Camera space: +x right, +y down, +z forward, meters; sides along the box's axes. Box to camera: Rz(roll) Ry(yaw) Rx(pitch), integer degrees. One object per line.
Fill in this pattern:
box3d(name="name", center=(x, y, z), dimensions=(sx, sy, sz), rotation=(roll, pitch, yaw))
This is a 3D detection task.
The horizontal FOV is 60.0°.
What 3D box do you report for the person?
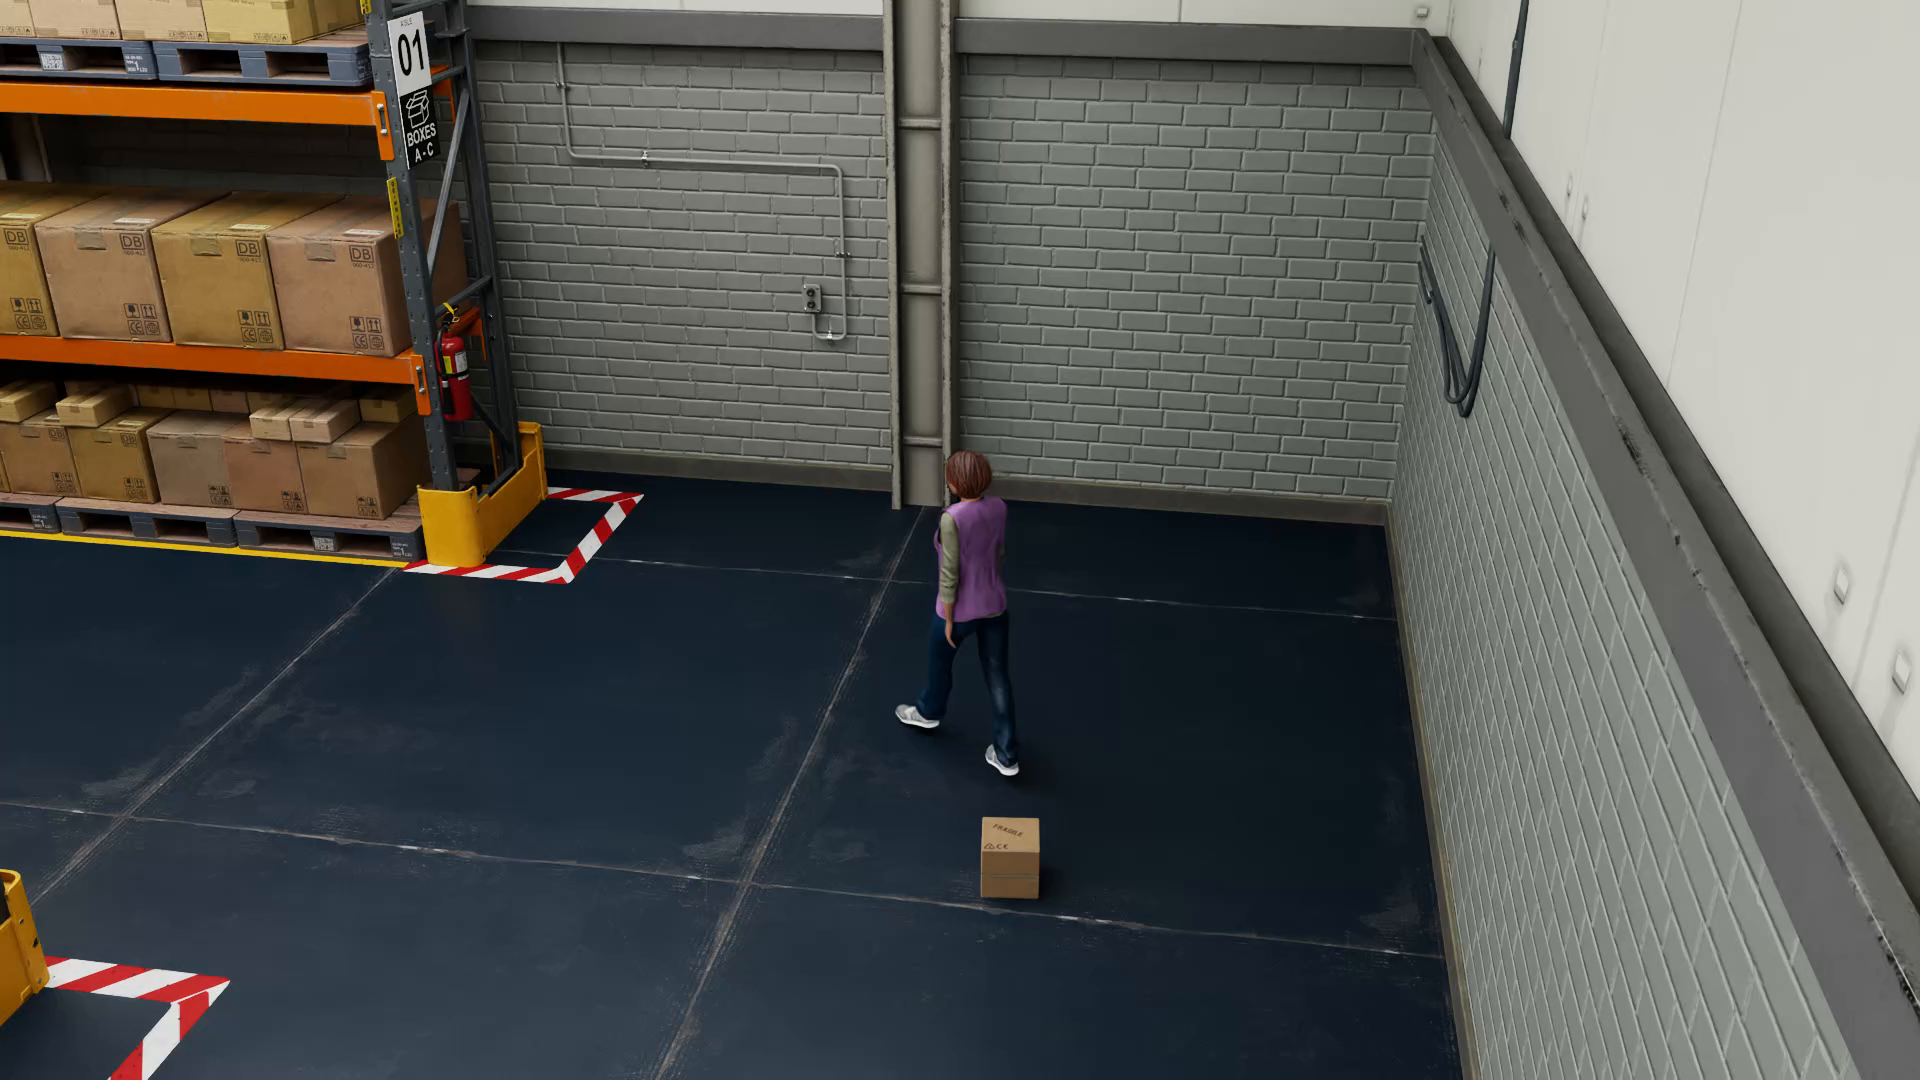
box3d(name="person", center=(0.042, 0.308, 7.951), dimensions=(0.419, 1.556, 0.851), rotation=(-14, 28, -26))
